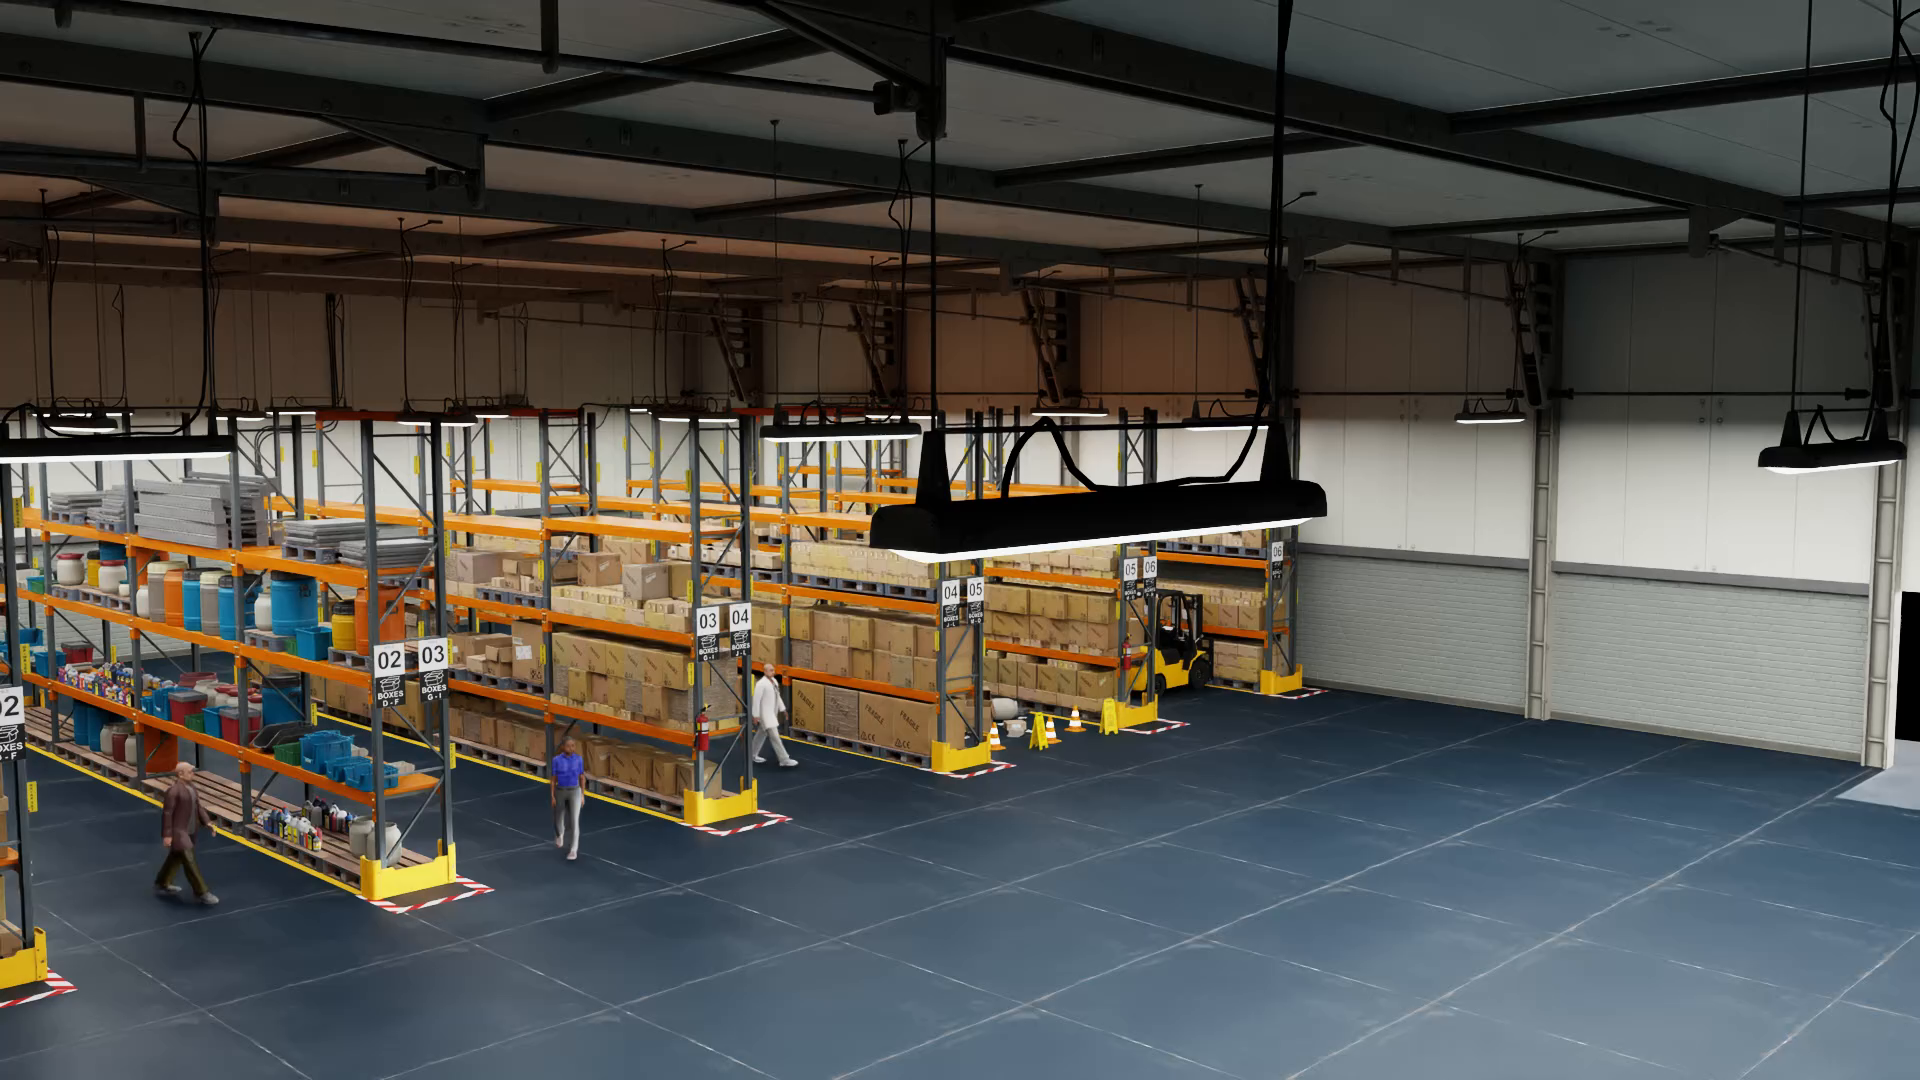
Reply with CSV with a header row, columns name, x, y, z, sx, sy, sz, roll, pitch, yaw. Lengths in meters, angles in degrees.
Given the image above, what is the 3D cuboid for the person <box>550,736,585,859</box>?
name,x,y,z,sx,sy,sz,roll,pitch,yaw
person,-5.368,3.495,22.754,0.462,1.615,0.821,-1,5,-12

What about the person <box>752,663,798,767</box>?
name,x,y,z,sx,sy,sz,roll,pitch,yaw
person,-3.174,2.948,28.162,1.105,1.729,0.600,2,5,17

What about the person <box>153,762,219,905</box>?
name,x,y,z,sx,sy,sz,roll,pitch,yaw
person,-9.625,3.608,20.679,1.164,1.708,0.677,2,5,17
